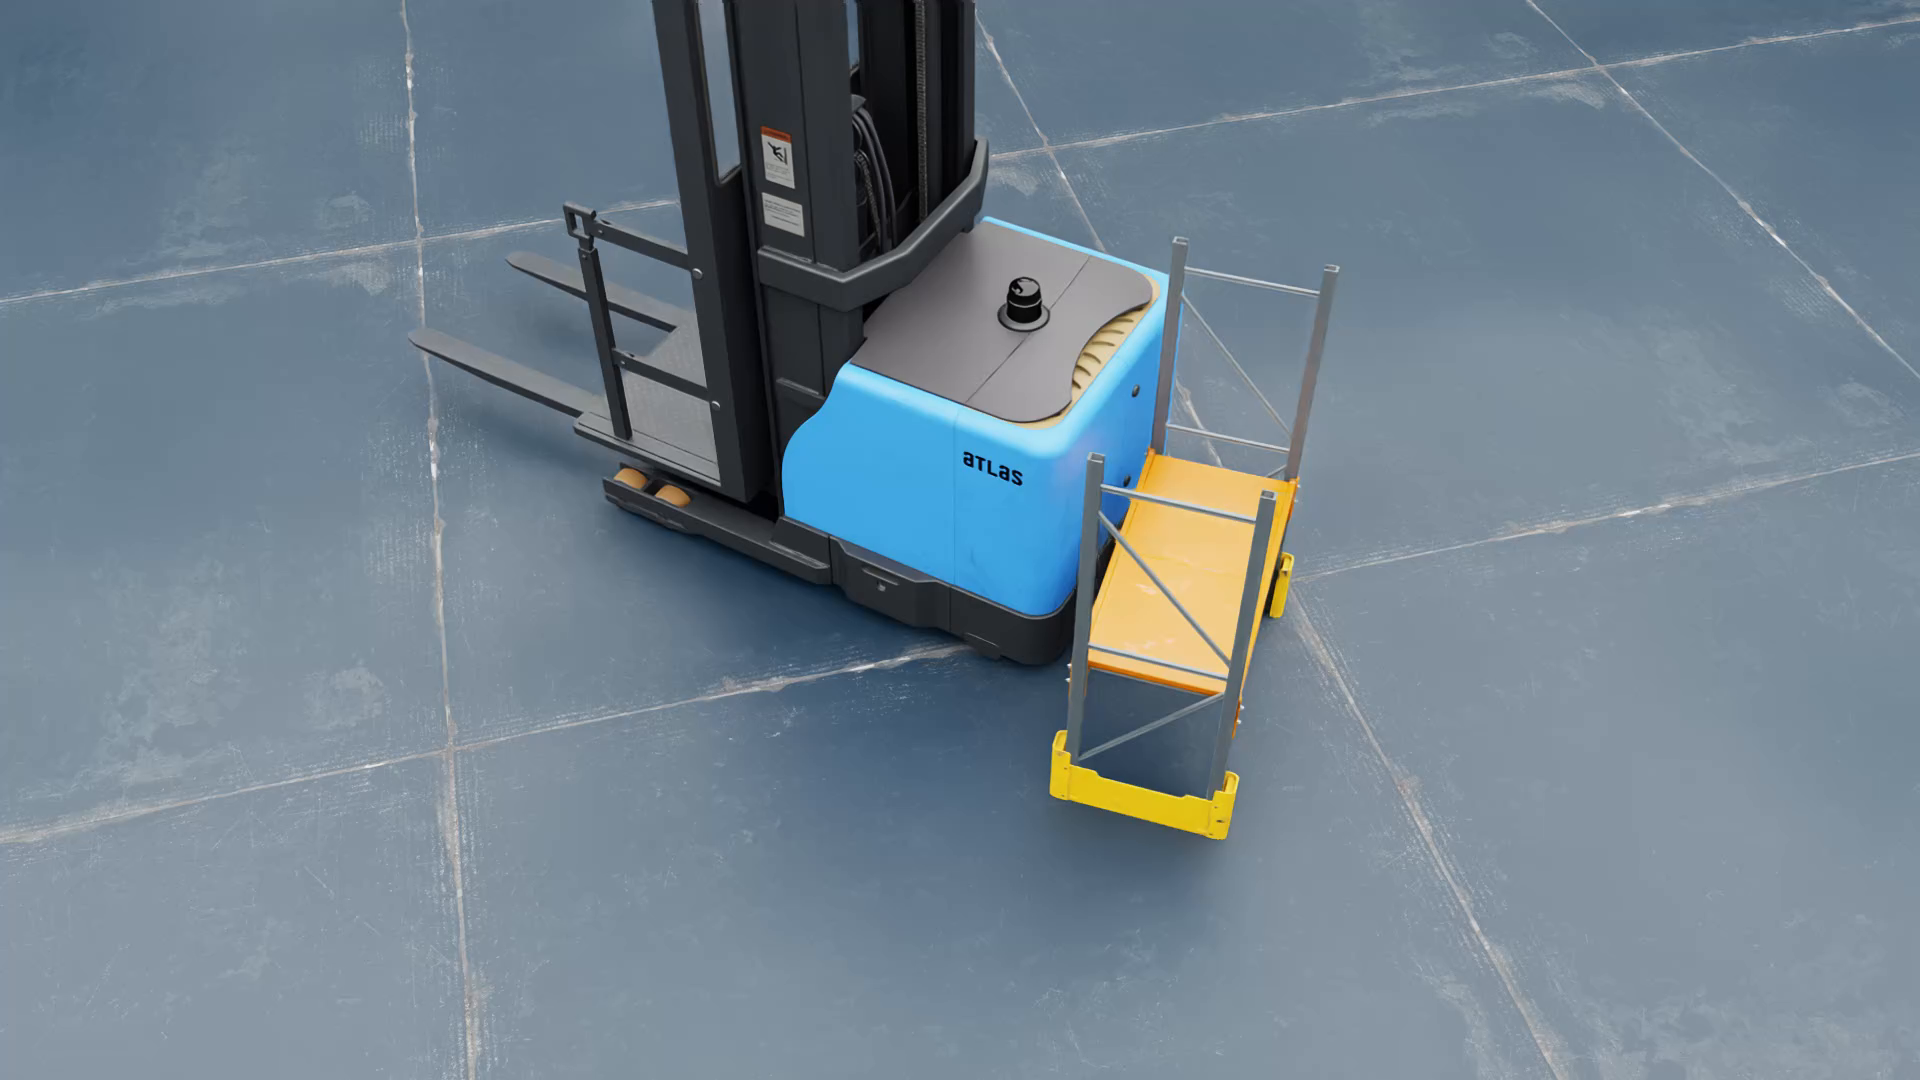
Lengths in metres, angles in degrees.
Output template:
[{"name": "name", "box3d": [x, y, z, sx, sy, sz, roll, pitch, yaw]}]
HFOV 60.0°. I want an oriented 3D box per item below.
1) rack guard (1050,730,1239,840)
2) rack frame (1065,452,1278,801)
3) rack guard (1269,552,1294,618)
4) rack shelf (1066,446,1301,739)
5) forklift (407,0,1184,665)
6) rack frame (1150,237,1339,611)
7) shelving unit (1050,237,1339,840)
[{"name": "rack guard", "box3d": [0.581, 0.782, 5.308, 0.587, 0.250, 0.087, 13, 47, 12]}, {"name": "rack frame", "box3d": [0.575, 0.358, 4.849, 0.500, 1.500, 0.032, 13, 47, 12]}, {"name": "rack guard", "box3d": [0.887, 0.105, 5.972, 0.587, 0.250, 0.087, 13, 47, 12]}, {"name": "rack shelf", "box3d": [0.731, 0.138, 5.316, 0.538, 0.185, 1.000, 13, 47, 12]}, {"name": "forklift", "box3d": [-0.765, -1.373, 5.543, 3.031, 2.935, 1.130, 22, 49, 20]}, {"name": "rack frame", "box3d": [0.887, -0.333, 5.526, 0.500, 1.500, 0.032, 13, 47, 12]}, {"name": "shelving unit", "box3d": [0.734, 0.006, 5.194, 0.587, 1.500, 1.083, 13, 47, 12]}]
